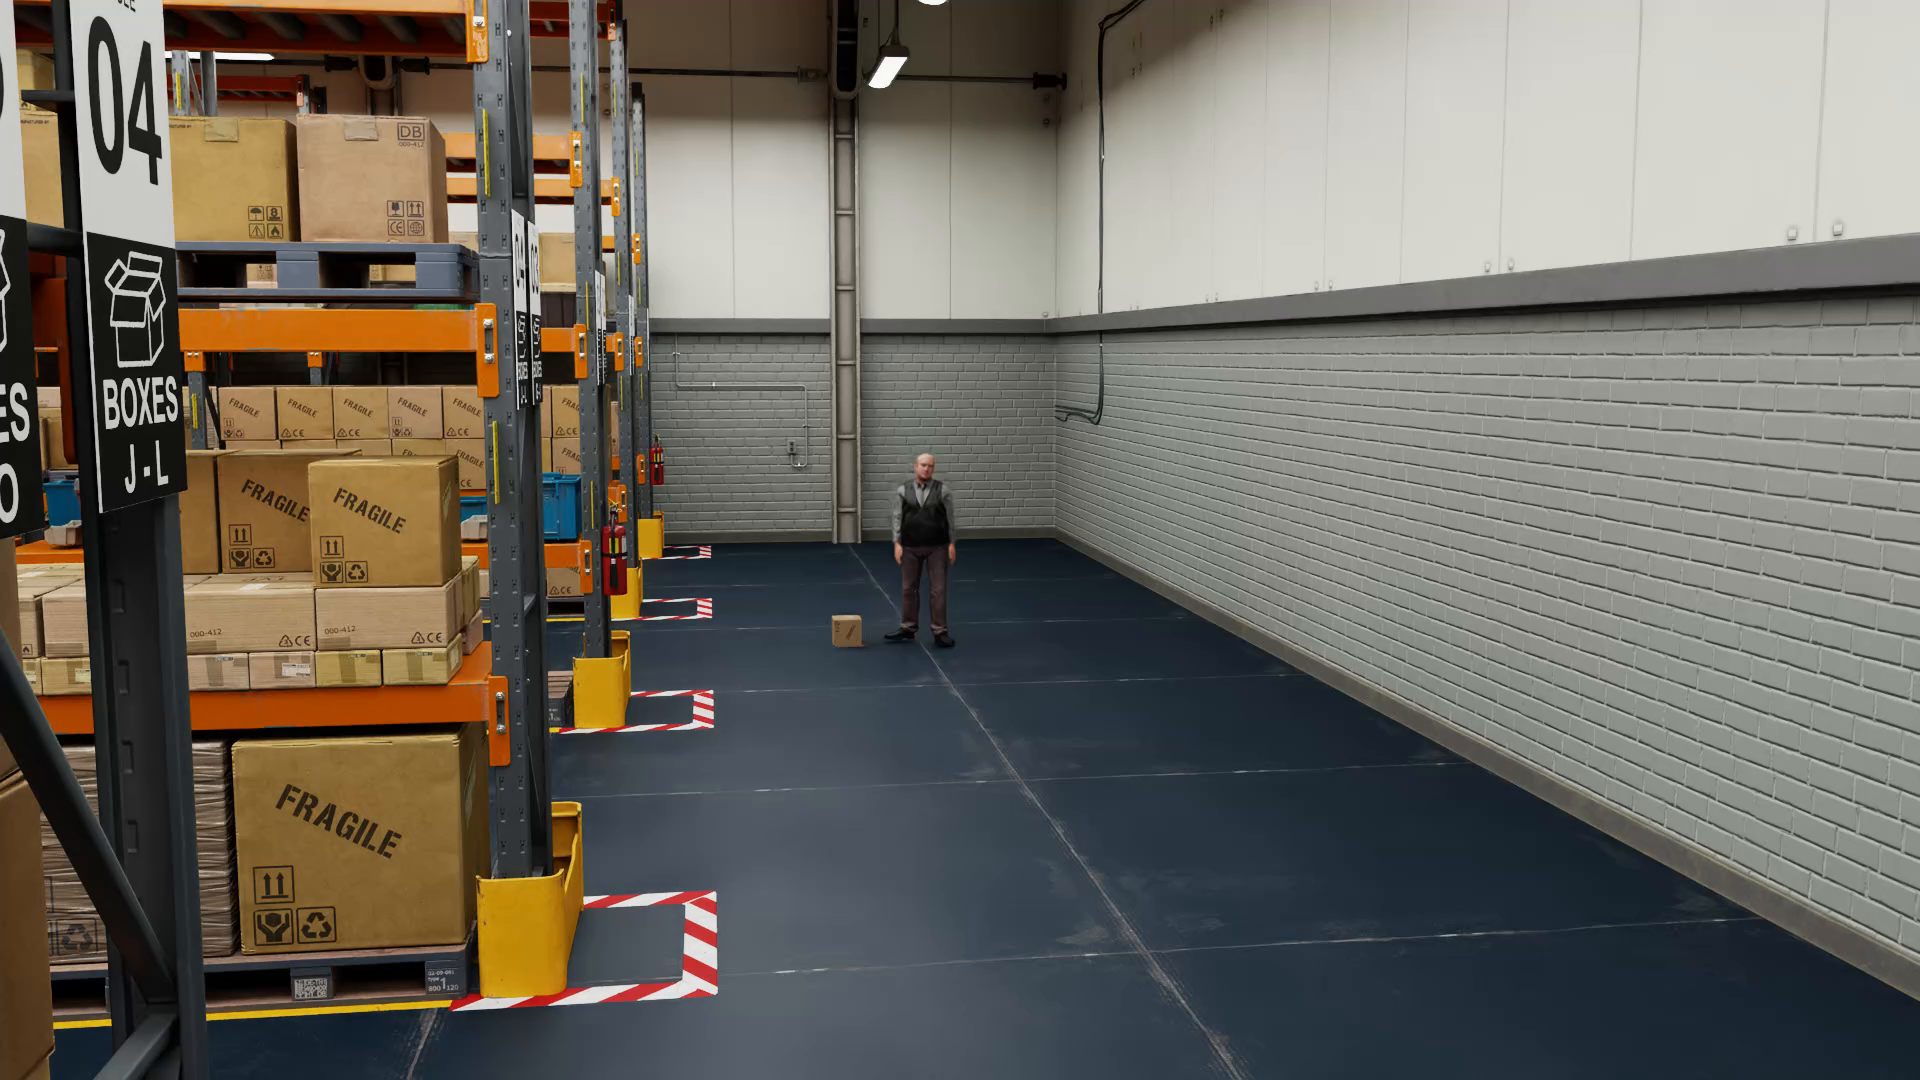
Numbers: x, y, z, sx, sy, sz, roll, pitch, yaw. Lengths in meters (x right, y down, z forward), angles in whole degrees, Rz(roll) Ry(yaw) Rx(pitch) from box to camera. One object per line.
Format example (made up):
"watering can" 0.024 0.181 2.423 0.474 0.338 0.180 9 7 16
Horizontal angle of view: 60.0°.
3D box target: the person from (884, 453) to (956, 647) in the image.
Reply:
"person" -0.366 0.081 15.009 0.665 1.727 0.432 1 6 6
